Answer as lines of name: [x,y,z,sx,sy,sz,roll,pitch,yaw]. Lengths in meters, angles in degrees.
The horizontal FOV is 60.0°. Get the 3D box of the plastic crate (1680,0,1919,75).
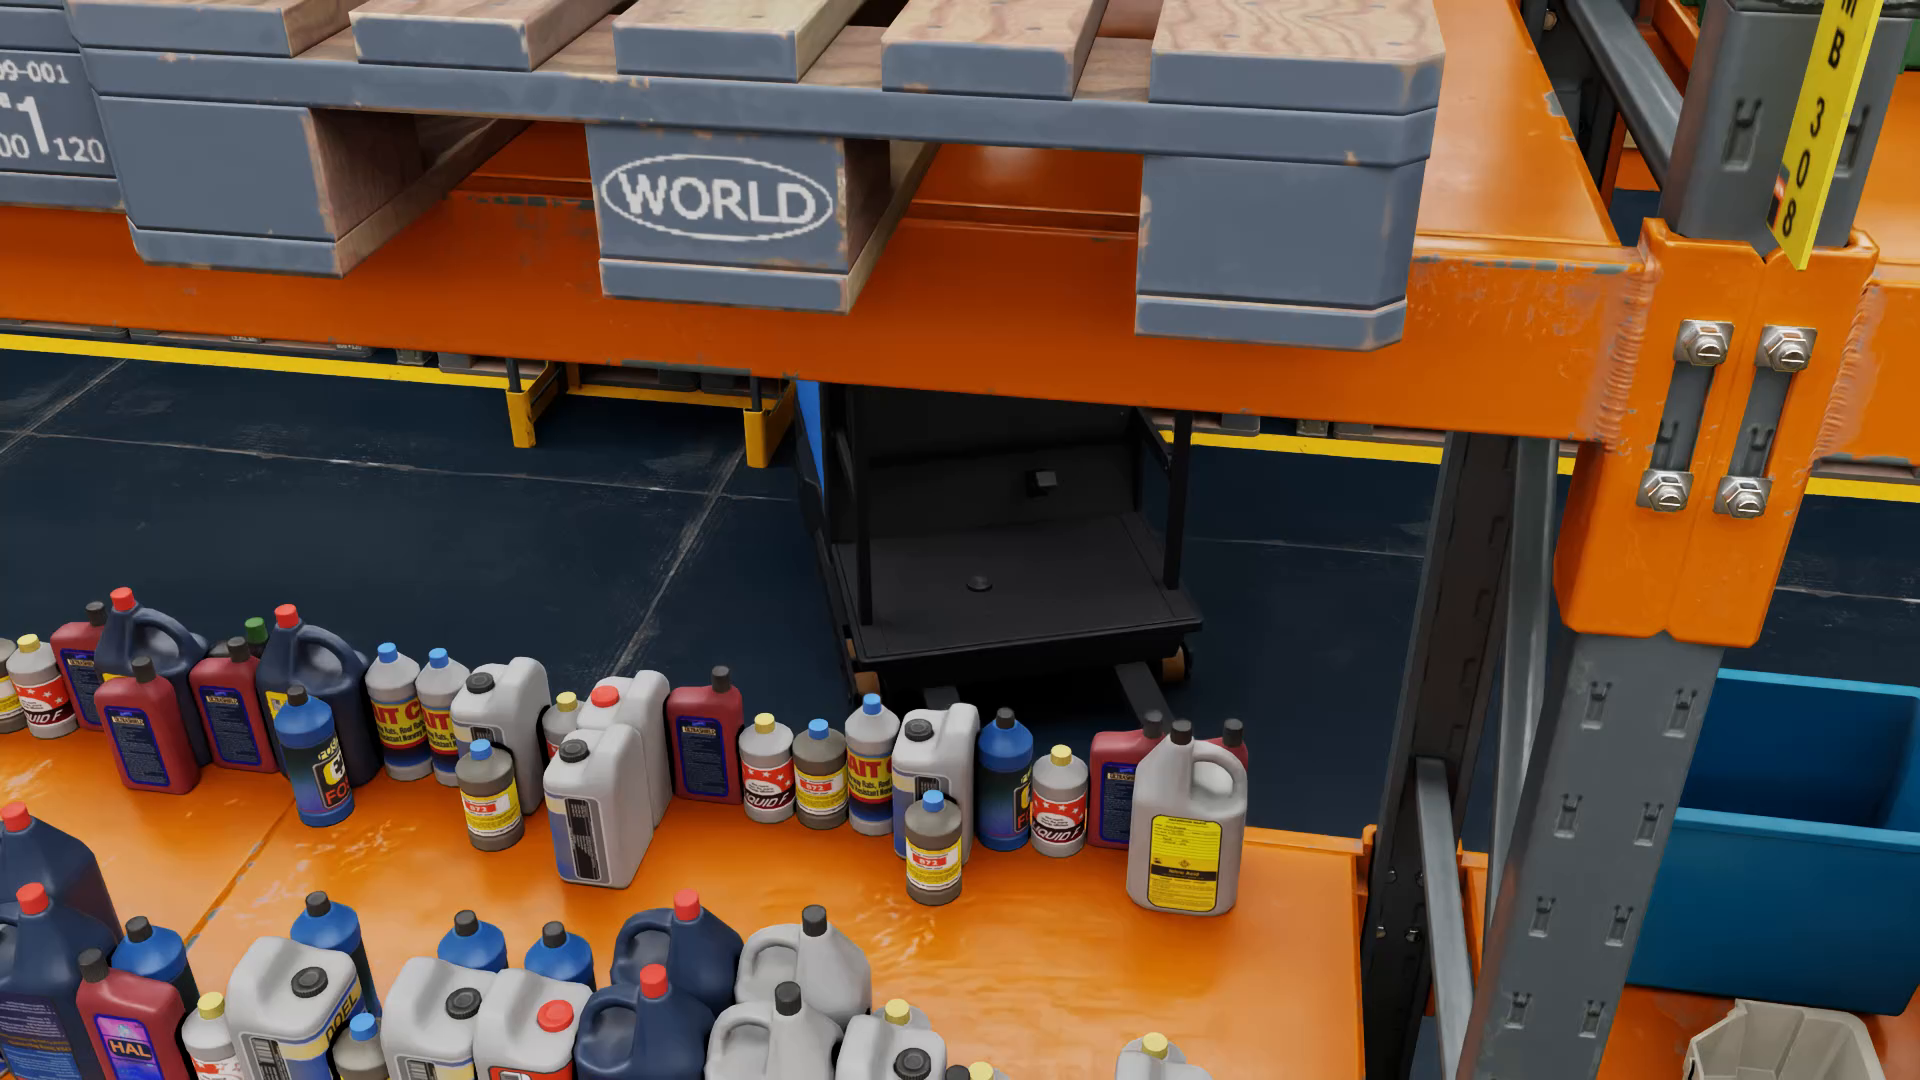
plastic crate: [1.180,-0.671,1.868,0.662,0.188,0.450,5,32,8]

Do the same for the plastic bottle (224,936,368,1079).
plastic bottle: [-0.950,0.707,2.411,0.135,0.276,0.152,5,32,8]

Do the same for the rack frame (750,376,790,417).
rack frame: [-0.773,-1.081,6.563,0.032,1.500,0.500,5,32,8]

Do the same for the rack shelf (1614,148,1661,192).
rack shelf: [3.520,-1.476,6.459,4.000,0.370,1.077,5,32,8]

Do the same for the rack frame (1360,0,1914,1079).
rack frame: [0.711,0.631,2.415,0.127,3.000,1.000,5,32,8]

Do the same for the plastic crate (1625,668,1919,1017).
plastic crate: [1.229,0.475,2.622,0.575,0.384,0.392,5,32,8]

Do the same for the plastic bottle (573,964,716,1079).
plastic bottle: [-0.432,0.724,2.313,0.185,0.351,0.144,5,32,8]

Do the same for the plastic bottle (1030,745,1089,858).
plastic bottle: [0.173,0.446,2.897,0.097,0.201,0.097,0,32,0]

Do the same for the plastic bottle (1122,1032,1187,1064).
plastic bottle: [0.271,0.782,2.361,0.097,0.201,0.097,0,32,0]

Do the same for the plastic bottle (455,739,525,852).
plastic bottle: [-0.825,0.438,2.911,0.097,0.201,0.097,0,32,0]

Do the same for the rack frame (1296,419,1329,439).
rack frame: [1.548,-1.960,6.554,0.127,3.000,1.000,5,32,8]

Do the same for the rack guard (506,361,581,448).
rack guard: [-1.757,-0.640,7.036,0.087,0.250,0.587,5,32,8]

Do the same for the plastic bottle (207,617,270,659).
plastic bottle: [-1.321,0.266,3.107,0.133,0.283,0.061,5,32,8]

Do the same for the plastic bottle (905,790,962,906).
plastic bottle: [-0.044,0.508,2.798,0.097,0.201,0.097,0,32,0]

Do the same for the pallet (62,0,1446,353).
pallet: [-0.078,-0.580,1.700,1.003,0.211,1.213,5,32,8]

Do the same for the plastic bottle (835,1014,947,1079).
plastic bottle: [-0.092,0.784,2.287,0.135,0.276,0.152,5,32,8]

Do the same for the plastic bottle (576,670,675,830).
plastic bottle: [-0.594,0.360,2.965,0.135,0.276,0.152,5,32,8]

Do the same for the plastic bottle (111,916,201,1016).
plastic bottle: [-1.190,0.669,2.476,0.097,0.271,0.097,0,32,0]

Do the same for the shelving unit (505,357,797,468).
shelving unit: [-1.266,-1.125,6.634,1.083,1.500,0.587,5,32,8]

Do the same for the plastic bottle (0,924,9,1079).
plastic bottle: [-1.493,0.658,2.489,0.135,0.276,0.152,5,32,8]

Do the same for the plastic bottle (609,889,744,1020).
plastic bottle: [-0.408,0.649,2.433,0.185,0.351,0.144,5,32,8]

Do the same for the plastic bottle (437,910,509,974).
plastic bottle: [-0.719,0.662,2.486,0.097,0.271,0.097,0,32,0]

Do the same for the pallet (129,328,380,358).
pallet: [-3.200,-1.229,8.014,1.213,0.211,1.003,5,32,8]

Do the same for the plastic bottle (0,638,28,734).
plastic bottle: [-1.847,0.263,3.189,0.097,0.201,0.097,0,32,0]

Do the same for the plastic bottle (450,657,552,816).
plastic bottle: [-0.822,0.339,2.998,0.135,0.276,0.152,5,32,8]

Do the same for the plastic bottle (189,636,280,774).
plastic bottle: [-1.331,0.298,3.056,0.133,0.283,0.061,5,32,8]

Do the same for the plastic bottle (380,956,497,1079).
plastic bottle: [-0.722,0.727,2.378,0.135,0.276,0.152,5,32,8]

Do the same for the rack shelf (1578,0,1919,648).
rack shelf: [2.683,-0.157,1.525,4.000,0.370,1.077,5,32,8]

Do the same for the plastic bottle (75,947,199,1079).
plastic bottle: [-1.186,0.707,2.404,0.133,0.283,0.061,5,32,8]

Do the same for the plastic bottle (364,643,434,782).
plastic bottle: [-1.028,0.308,3.052,0.097,0.271,0.097,0,32,0]

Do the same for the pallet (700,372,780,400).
pallet: [-0.466,-0.938,7.550,1.213,0.211,1.003,5,32,8]

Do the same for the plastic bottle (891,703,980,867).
plastic bottle: [-0.042,0.410,2.885,0.135,0.276,0.152,5,32,8]

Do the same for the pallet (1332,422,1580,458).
pallet: [2.225,-0.716,7.195,1.213,0.211,1.003,5,32,8]

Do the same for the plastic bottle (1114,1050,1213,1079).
plastic bottle: [0.268,0.817,2.234,0.135,0.276,0.152,5,32,8]

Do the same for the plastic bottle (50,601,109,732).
plastic bottle: [-1.635,0.238,3.153,0.133,0.283,0.061,5,32,8]

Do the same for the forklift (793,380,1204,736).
forklift: [0.137,-0.876,4.887,1.130,2.935,3.031,-6,33,-10]

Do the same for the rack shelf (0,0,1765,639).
rack shelf: [-1.260,-0.515,2.096,4.000,0.370,1.077,5,32,8]

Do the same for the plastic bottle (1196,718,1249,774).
plastic bottle: [0.422,0.424,2.855,0.133,0.283,0.061,5,32,8]

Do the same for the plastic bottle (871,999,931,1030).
plastic bottle: [-0.089,0.749,2.413,0.097,0.201,0.097,0,32,0]

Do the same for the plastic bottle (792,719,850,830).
plastic bottle: [-0.247,0.408,2.958,0.097,0.201,0.097,0,32,0]
